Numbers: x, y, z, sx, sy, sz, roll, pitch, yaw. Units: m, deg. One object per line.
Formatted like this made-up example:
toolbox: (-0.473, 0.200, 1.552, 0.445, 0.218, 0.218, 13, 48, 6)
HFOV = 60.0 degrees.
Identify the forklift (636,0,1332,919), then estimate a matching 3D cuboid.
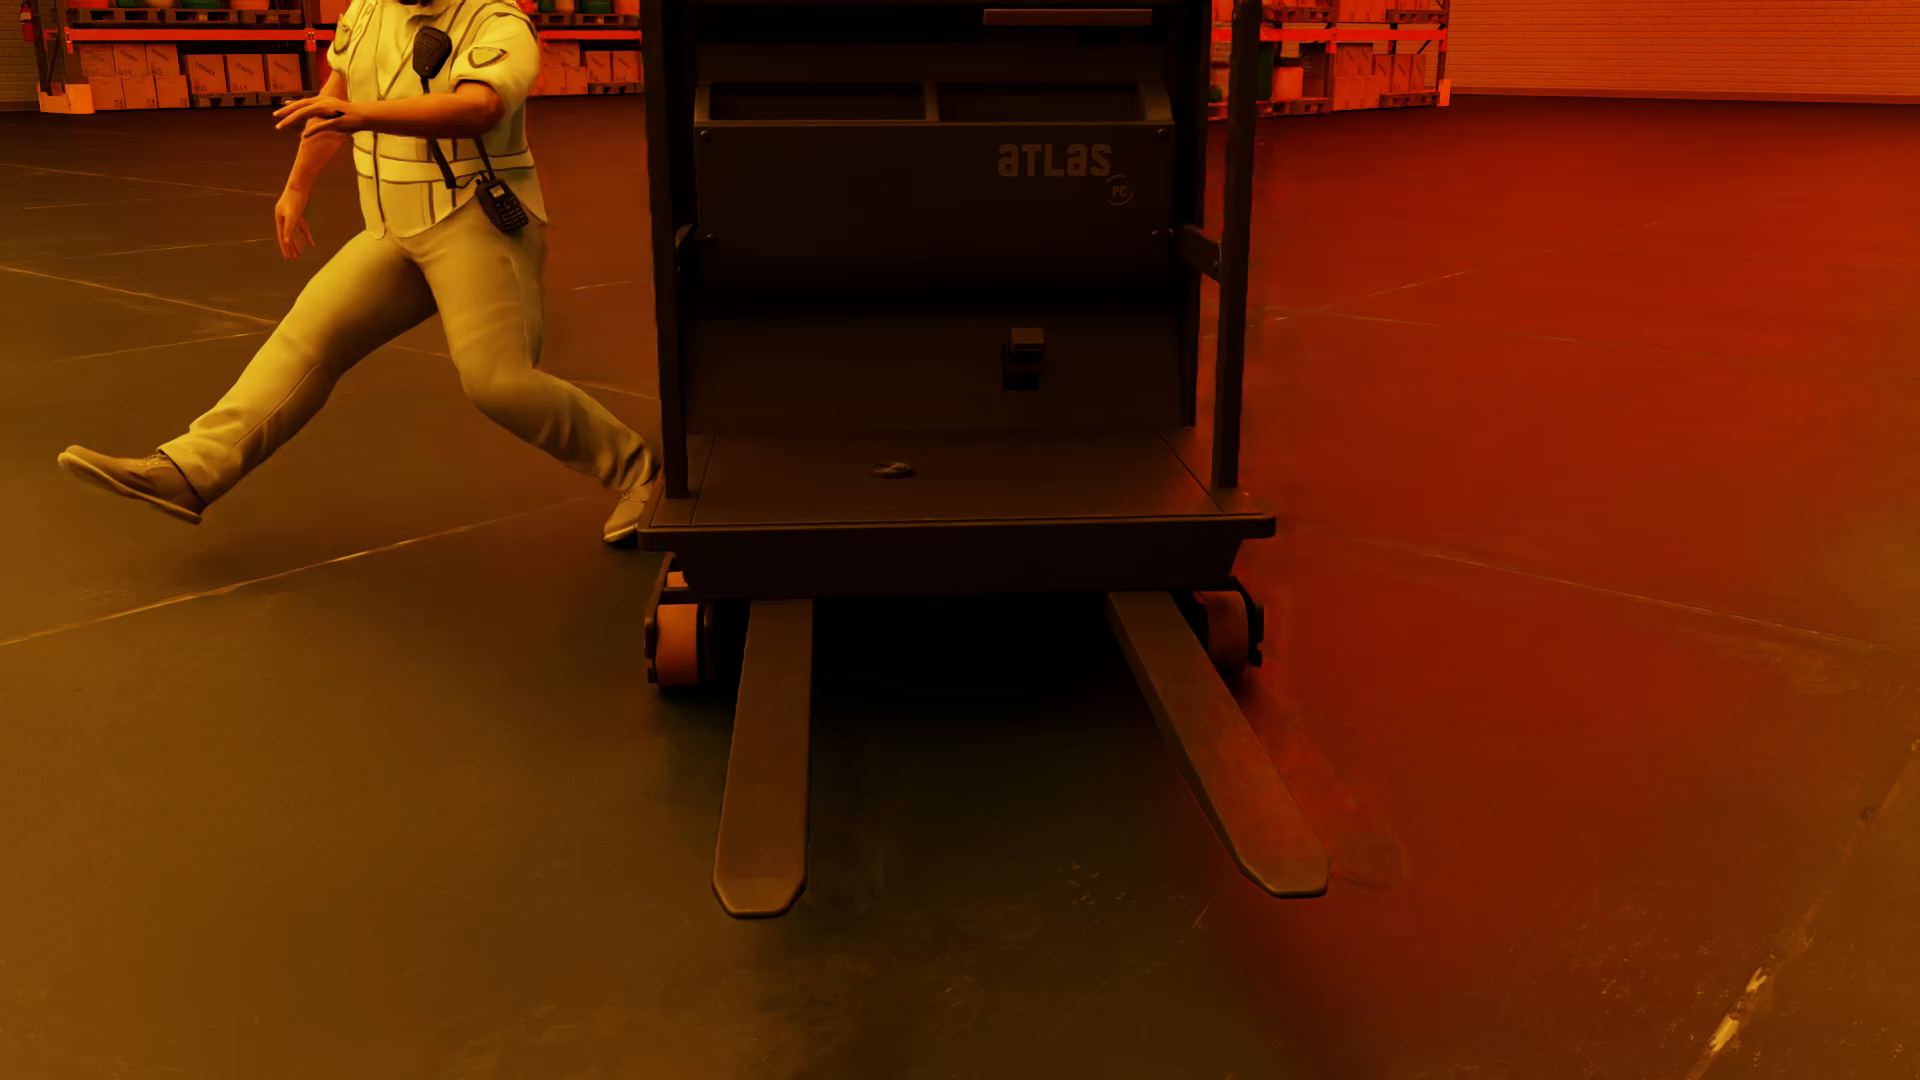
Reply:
forklift: (-0.032, -1.224, 2.930, 1.130, 2.935, 3.031, -1, 17, -4)

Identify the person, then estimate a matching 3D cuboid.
person: (-1.326, -0.708, 3.693, 0.979, 1.514, 1.130, 12, 21, 34)
